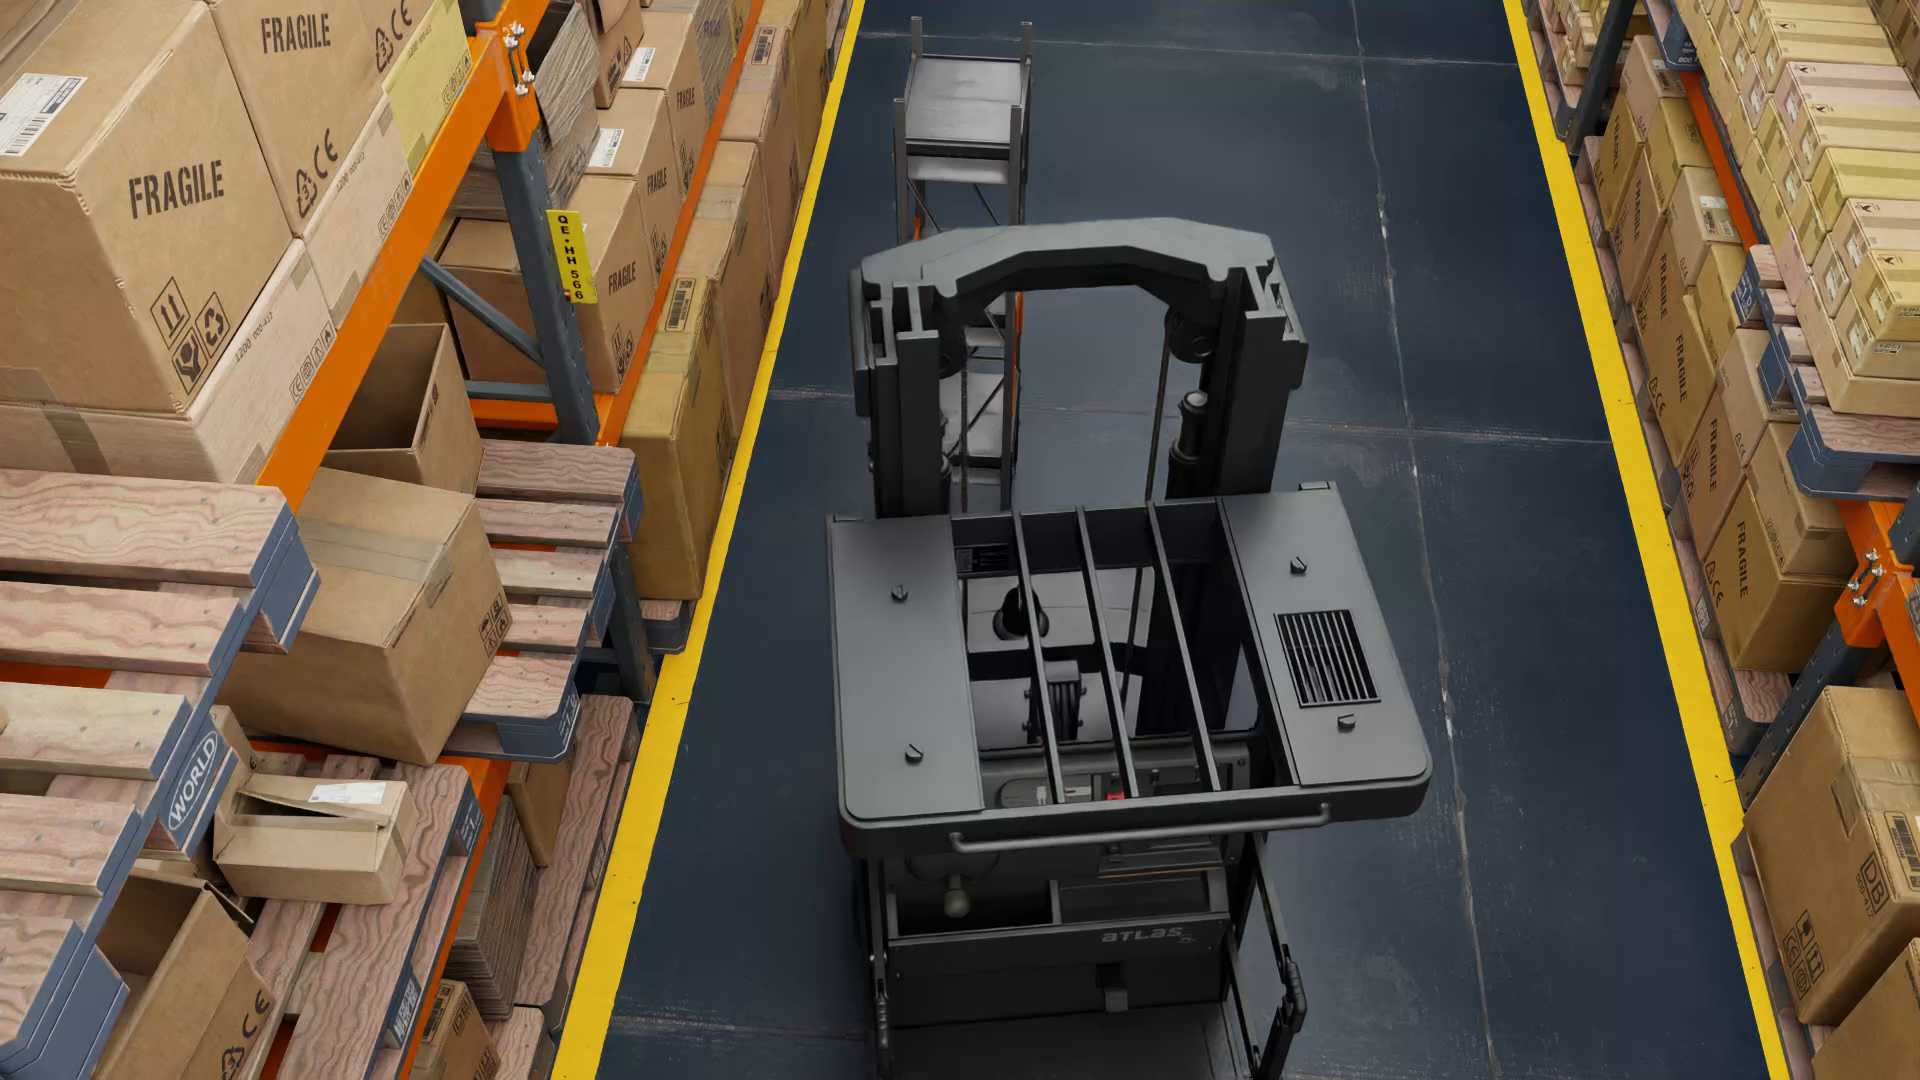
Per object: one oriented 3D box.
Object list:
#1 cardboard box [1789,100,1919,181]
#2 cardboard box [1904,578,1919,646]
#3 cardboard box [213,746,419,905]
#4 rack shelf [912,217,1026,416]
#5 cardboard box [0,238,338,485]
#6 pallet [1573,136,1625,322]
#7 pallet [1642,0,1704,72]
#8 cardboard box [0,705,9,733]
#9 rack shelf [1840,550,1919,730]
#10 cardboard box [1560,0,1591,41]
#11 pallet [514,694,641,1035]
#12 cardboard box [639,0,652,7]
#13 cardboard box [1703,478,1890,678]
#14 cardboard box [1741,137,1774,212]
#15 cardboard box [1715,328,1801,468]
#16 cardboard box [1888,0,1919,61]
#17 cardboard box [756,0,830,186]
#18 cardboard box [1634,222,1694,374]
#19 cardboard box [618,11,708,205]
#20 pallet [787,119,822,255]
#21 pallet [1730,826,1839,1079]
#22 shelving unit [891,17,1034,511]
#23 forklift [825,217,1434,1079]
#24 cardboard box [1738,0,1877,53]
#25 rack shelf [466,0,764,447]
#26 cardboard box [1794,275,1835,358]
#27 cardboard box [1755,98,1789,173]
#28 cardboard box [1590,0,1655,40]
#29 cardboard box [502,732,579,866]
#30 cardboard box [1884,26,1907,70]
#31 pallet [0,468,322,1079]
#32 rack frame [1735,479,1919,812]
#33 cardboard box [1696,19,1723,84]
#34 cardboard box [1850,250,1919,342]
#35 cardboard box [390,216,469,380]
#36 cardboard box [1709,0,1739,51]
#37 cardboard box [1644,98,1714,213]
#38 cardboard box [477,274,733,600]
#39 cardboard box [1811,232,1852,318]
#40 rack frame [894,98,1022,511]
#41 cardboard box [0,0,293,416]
[{"bbox_3d":[2.937,-1.285,5.401,0.380,0.149,0.250,5,48,5],"label":"cardboard box"},{"bbox_3d":[2.970,0.215,4.479,0.500,0.500,0.500,4,48,4],"label":"cardboard box"},{"bbox_3d":[-1.534,0.676,3.931,0.396,0.266,0.258,3,48,2],"label":"cardboard box"},{"bbox_3d":[0.015,-0.821,6.122,0.431,0.518,0.480,4,48,4],"label":"rack shelf"},{"bbox_3d":[-1.530,-0.333,3.116,0.500,0.250,0.500,5,48,5],"label":"cardboard box"},{"bbox_3d":[3.575,-1.489,7.995,1.003,0.211,1.213,4,48,4],"label":"pallet"},{"bbox_3d":[3.430,-2.386,7.056,1.003,0.211,1.213,4,48,4],"label":"pallet"},{"bbox_3d":[-1.789,0.248,2.129,0.797,0.503,0.637,6,48,5],"label":"cardboard box"},{"bbox_3d":[3.097,1.649,3.722,1.077,0.370,4.000,4,48,4],"label":"rack shelf"},{"bbox_3d":[3.369,-2.735,8.691,0.380,0.149,0.250,2,48,2],"label":"cardboard box"},{"bbox_3d":[-1.723,1.044,5.678,1.003,0.211,1.213,4,48,4],"label":"pallet"},{"bbox_3d":[-1.451,-2.352,6.146,0.797,0.503,0.637,5,48,5],"label":"cardboard box"},{"bbox_3d":[3.079,0.137,6.027,0.500,0.500,0.500,4,48,3],"label":"cardboard box"},{"bbox_3d":[2.964,-1.266,5.787,0.380,0.149,0.250,2,48,2],"label":"cardboard box"},{"bbox_3d":[3.116,-0.507,6.108,0.500,0.250,0.500,4,48,4],"label":"cardboard box"},{"bbox_3d":[3.688,-1.886,6.152,0.380,0.149,0.250,4,48,4],"label":"cardboard box"},{"bbox_3d":[-1.324,-2.364,8.060,1.225,0.875,0.875,4,48,4],"label":"cardboard box"},{"bbox_3d":[3.232,-1.001,7.068,0.500,0.500,0.500,5,48,4],"label":"cardboard box"},{"bbox_3d":[-1.247,-1.600,6.139,0.500,0.500,0.500,3,48,3],"label":"cardboard box"},{"bbox_3d":[-1.281,-1.897,8.368,1.003,0.211,1.213,4,48,4],"label":"pallet"},{"bbox_3d":[3.133,1.452,5.305,1.003,0.211,1.213,4,48,4],"label":"pallet"},{"bbox_3d":[0.015,-0.830,6.112,0.431,2.100,0.503,4,48,4],"label":"shelving unit"},{"bbox_3d":[0.286,0.828,4.032,1.130,2.935,3.031,-4,48,-4],"label":"forklift"},{"bbox_3d":[3.012,-1.853,5.921,0.380,0.149,0.250,5,48,5],"label":"cardboard box"},{"bbox_3d":[-1.468,-1.698,6.784,1.077,0.370,4.000,4,48,4],"label":"rack shelf"},{"bbox_3d":[2.891,-0.696,5.265,0.380,0.149,0.250,4,48,3],"label":"cardboard box"},{"bbox_3d":[2.964,-1.371,5.681,0.380,0.149,0.250,4,48,3],"label":"cardboard box"},{"bbox_3d":[3.417,-2.662,8.422,0.380,0.149,0.250,5,48,5],"label":"cardboard box"},{"bbox_3d":[-1.692,0.718,5.483,0.700,0.500,0.500,2,48,1],"label":"cardboard box"},{"bbox_3d":[3.690,-1.797,6.272,0.380,0.149,0.250,6,48,5],"label":"cardboard box"},{"bbox_3d":[-1.761,0.310,2.554,1.213,0.211,1.003,4,48,4],"label":"pallet"},{"bbox_3d":[3.280,-0.063,4.801,1.000,3.000,0.127,4,48,4],"label":"rack frame"},{"bbox_3d":[3.037,-1.841,6.313,0.380,0.149,0.250,3,48,3],"label":"cardboard box"},{"bbox_3d":[2.868,-0.712,4.877,0.380,0.149,0.250,2,48,2],"label":"cardboard box"},{"bbox_3d":[-1.852,-0.884,5.484,0.500,0.500,0.500,5,48,5],"label":"cardboard box"},{"bbox_3d":[3.036,-1.937,6.199,0.380,0.149,0.250,3,48,3],"label":"cardboard box"},{"bbox_3d":[3.268,-1.637,7.142,0.500,0.250,0.500,5,48,5],"label":"cardboard box"},{"bbox_3d":[-1.567,-0.402,6.266,1.225,0.875,0.875,2,48,2],"label":"cardboard box"},{"bbox_3d":[2.894,-0.811,5.169,0.380,0.149,0.250,5,48,5],"label":"cardboard box"},{"bbox_3d":[-0.007,-0.651,5.948,0.400,2.100,0.015,4,48,4],"label":"rack frame"},{"bbox_3d":[-1.541,-0.578,2.833,0.500,0.500,0.500,5,48,4],"label":"cardboard box"}]
